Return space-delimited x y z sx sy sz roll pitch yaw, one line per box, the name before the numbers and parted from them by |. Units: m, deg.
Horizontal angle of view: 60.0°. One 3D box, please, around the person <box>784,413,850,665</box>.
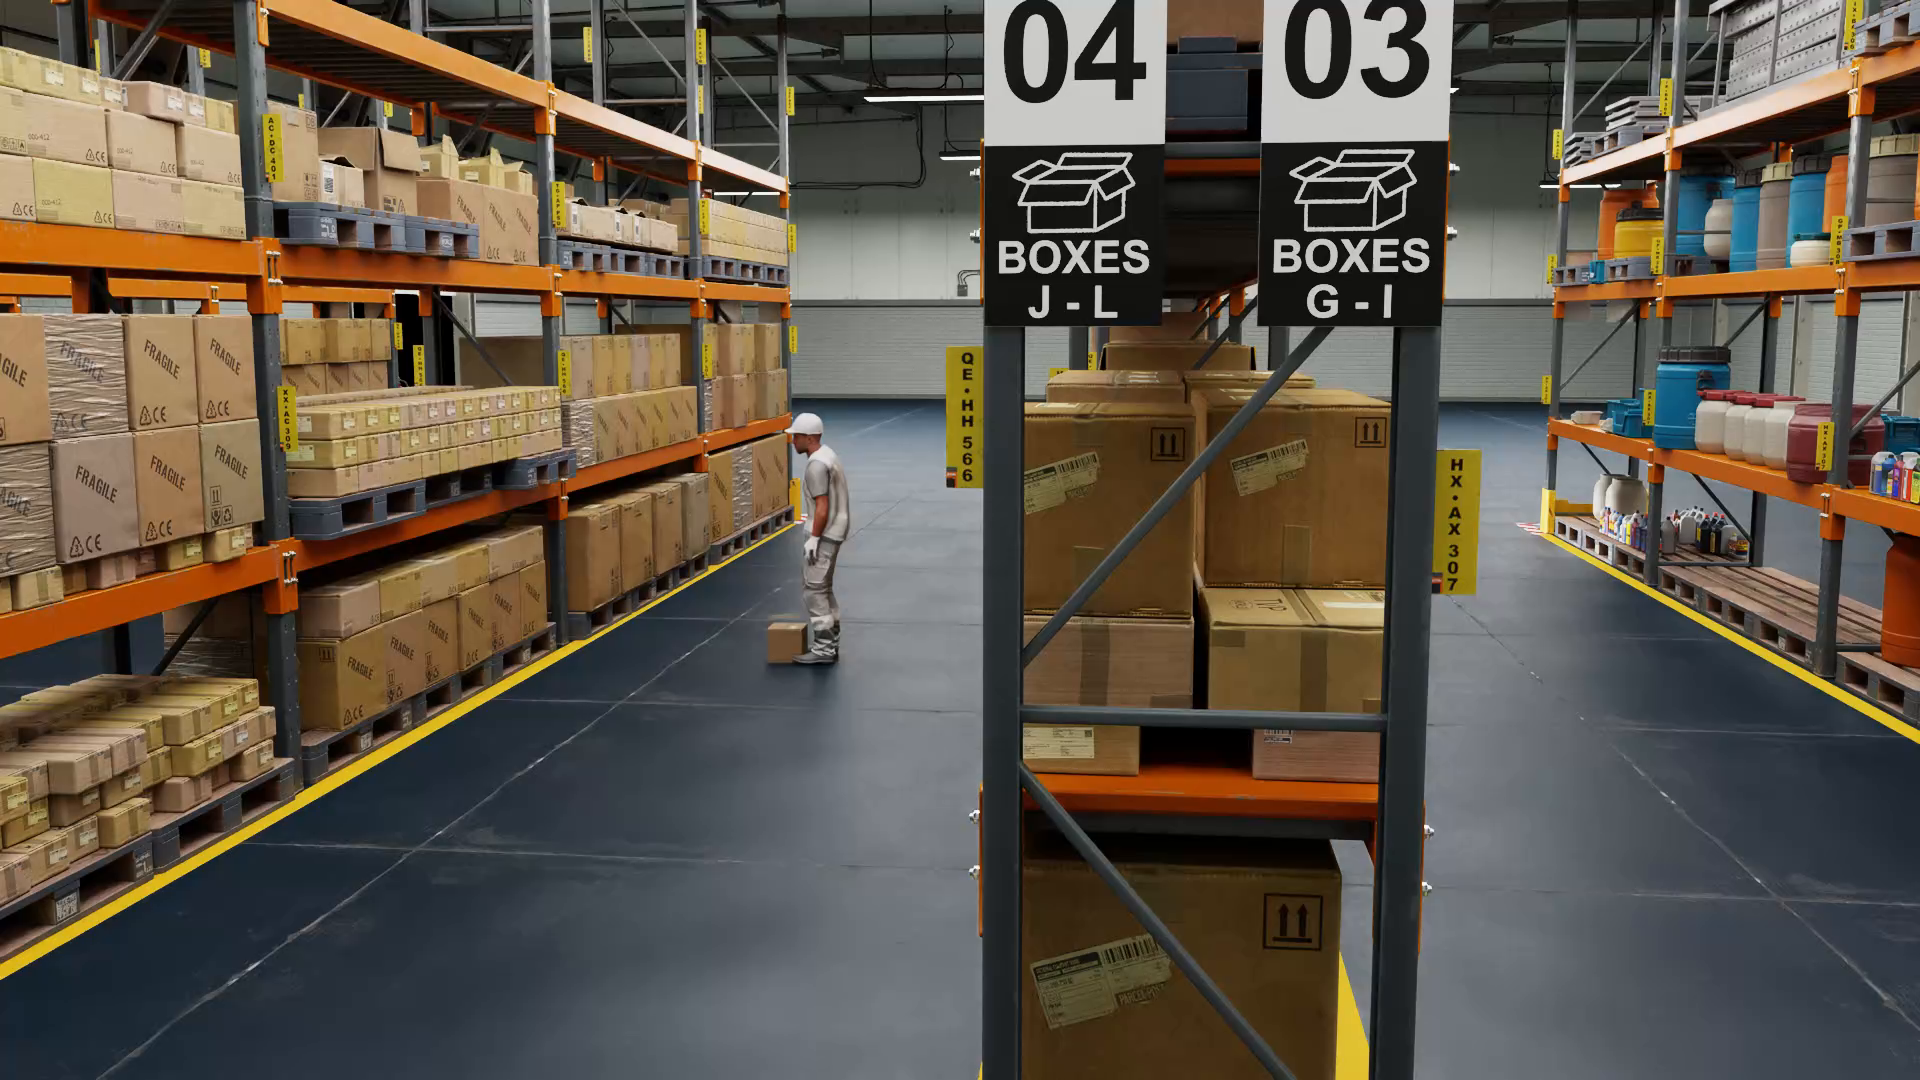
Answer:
person | -1.013 -0.013 11.840 0.453 1.777 0.608 0 8 3
